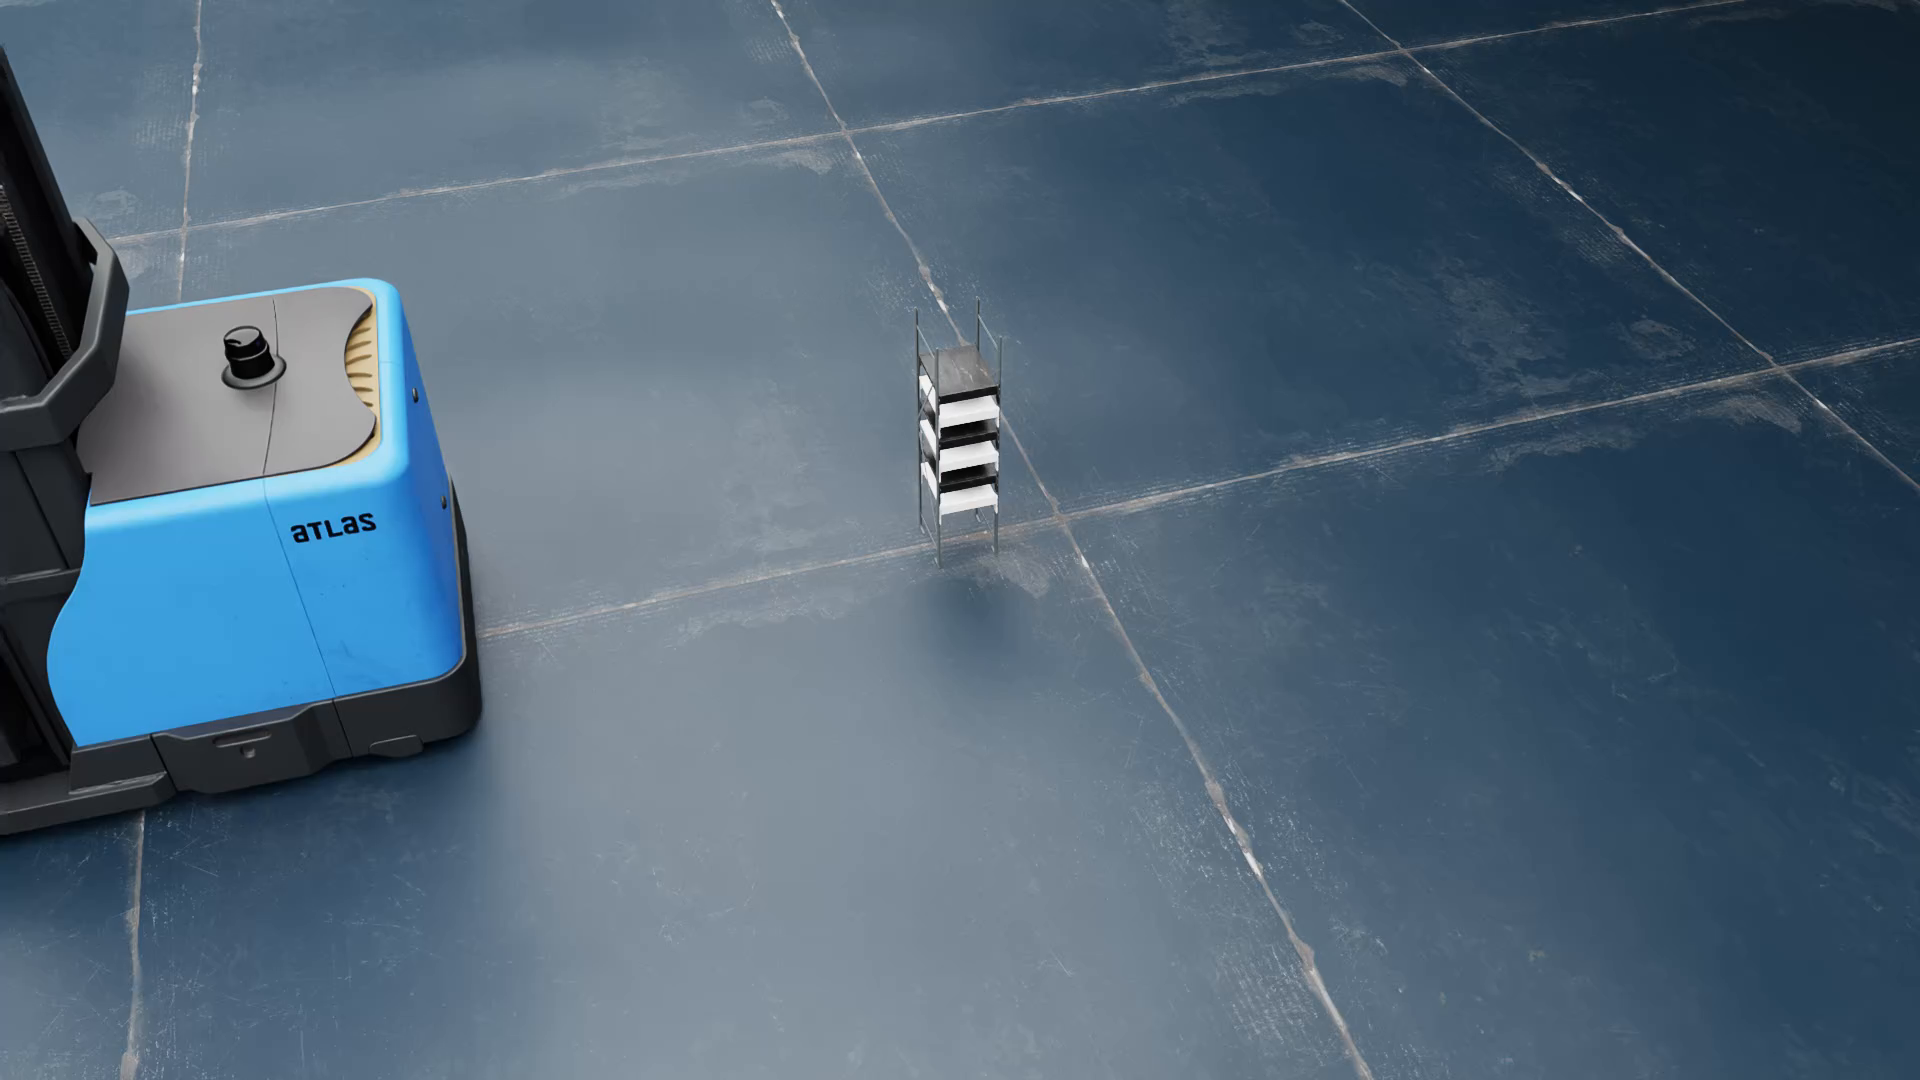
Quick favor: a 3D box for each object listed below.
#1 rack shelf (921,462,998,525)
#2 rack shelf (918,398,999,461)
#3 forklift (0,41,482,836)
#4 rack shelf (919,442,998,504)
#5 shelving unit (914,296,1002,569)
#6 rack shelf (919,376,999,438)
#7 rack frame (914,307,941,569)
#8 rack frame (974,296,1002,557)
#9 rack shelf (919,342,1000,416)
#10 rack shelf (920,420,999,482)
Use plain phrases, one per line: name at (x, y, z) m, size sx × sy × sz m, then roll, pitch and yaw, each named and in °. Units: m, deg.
rack shelf at (-0.008, -0.177, 5.592) m, size 0.200 × 0.077 × 0.258 m, roll -12°, pitch 42°, yaw -13°
rack shelf at (-0.008, -0.380, 5.415) m, size 0.200 × 0.077 × 0.258 m, roll -12°, pitch 42°, yaw -13°
forklift at (-3.026, -0.536, 4.136) m, size 3.031 × 2.935 × 1.130 m, roll -11°, pitch 42°, yaw -12°
rack shelf at (-0.008, -0.244, 5.533) m, size 0.200 × 0.077 × 0.258 m, roll -12°, pitch 42°, yaw -13°
shelving unit at (-0.008, -0.337, 5.452) m, size 0.210 × 0.900 × 0.258 m, roll -12°, pitch 42°, yaw -13°
rack shelf at (-0.008, -0.448, 5.356) m, size 0.200 × 0.077 × 0.258 m, roll -12°, pitch 42°, yaw -13°
rack frame at (-0.105, -0.317, 5.429) m, size 0.006 × 0.900 × 0.240 m, roll -12°, pitch 42°, yaw -13°
rack frame at (0.089, -0.357, 5.475) m, size 0.006 × 0.900 × 0.240 m, roll -12°, pitch 42°, yaw -13°
rack shelf at (-0.008, -0.516, 5.296) m, size 0.200 × 0.077 × 0.258 m, roll -12°, pitch 42°, yaw -13°
rack shelf at (-0.008, -0.312, 5.474) m, size 0.200 × 0.077 × 0.258 m, roll -12°, pitch 42°, yaw -13°
